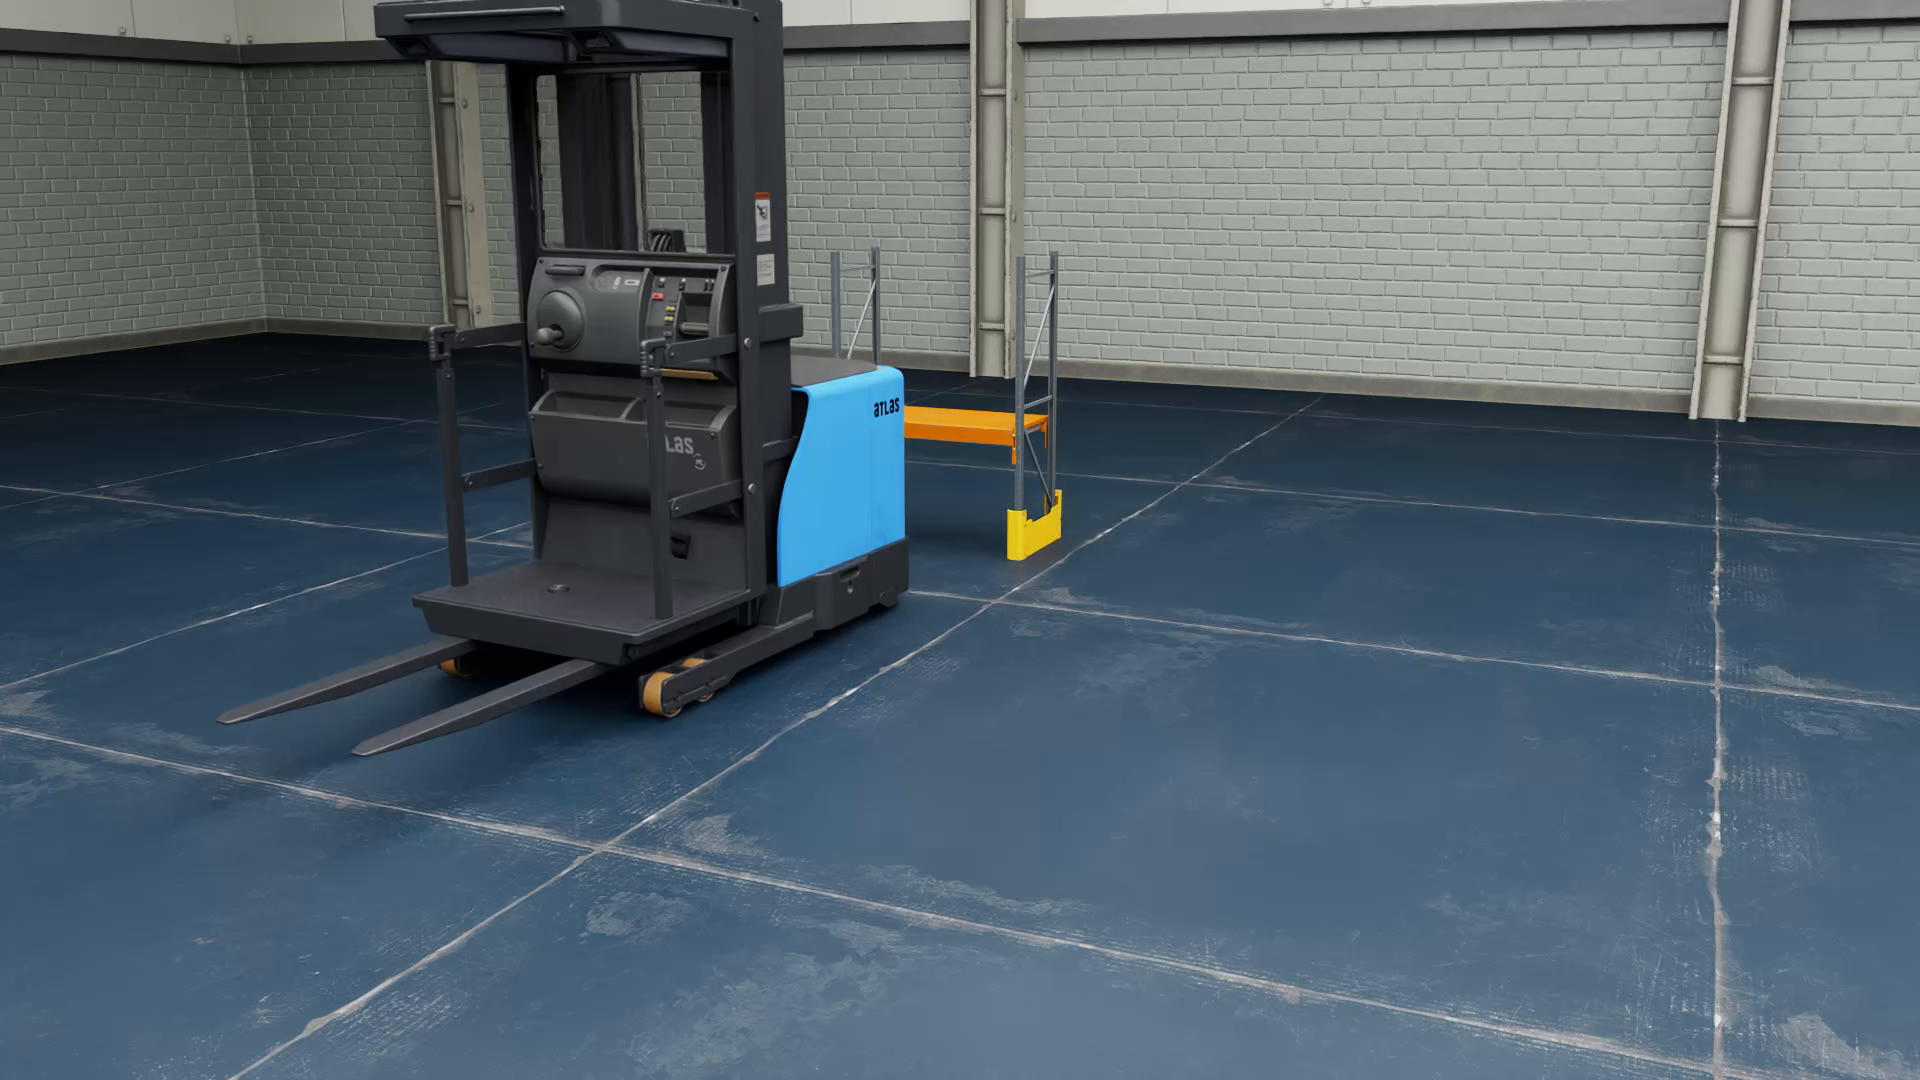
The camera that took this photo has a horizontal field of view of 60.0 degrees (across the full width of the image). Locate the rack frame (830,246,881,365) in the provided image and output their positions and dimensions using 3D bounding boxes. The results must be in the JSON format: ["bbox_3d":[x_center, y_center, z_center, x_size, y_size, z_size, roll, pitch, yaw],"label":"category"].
[{"bbox_3d":[-0.543,-0.785,8.818,0.032,1.500,0.500,6,14,23],"label":"rack frame"}]

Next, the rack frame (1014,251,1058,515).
[{"bbox_3d":[0.387,-0.691,8.417,0.032,1.500,0.500,6,14,23],"label":"rack frame"}]

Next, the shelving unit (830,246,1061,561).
[{"bbox_3d":[-0.070,-0.737,8.614,1.083,1.500,0.587,6,14,23],"label":"shelving unit"}]

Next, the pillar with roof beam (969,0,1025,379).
[{"bbox_3d":[-1.417,-4.979,10.274,0.400,9.000,9.100,6,14,23],"label":"pillar with roof beam"}]

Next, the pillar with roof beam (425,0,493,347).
[{"bbox_3d":[-6.903,-5.534,12.640,0.400,9.000,9.100,6,14,23],"label":"pillar with roof beam"}]

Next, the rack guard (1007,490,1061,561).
[{"bbox_3d":[0.386,-0.083,8.560,0.087,0.250,0.587,6,14,23],"label":"rack guard"}]

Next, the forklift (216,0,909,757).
[{"bbox_3d":[-1.373,-0.901,6.179,1.130,2.935,3.031,7,15,27],"label":"forklift"}]

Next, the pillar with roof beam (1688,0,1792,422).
[{"bbox_3d":[4.069,-4.423,7.908,0.400,9.000,9.100,6,14,23],"label":"pillar with roof beam"}]

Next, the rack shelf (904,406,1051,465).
[{"bbox_3d":[-0.078,-0.563,8.658,1.000,0.185,0.538,6,14,23],"label":"rack shelf"}]
